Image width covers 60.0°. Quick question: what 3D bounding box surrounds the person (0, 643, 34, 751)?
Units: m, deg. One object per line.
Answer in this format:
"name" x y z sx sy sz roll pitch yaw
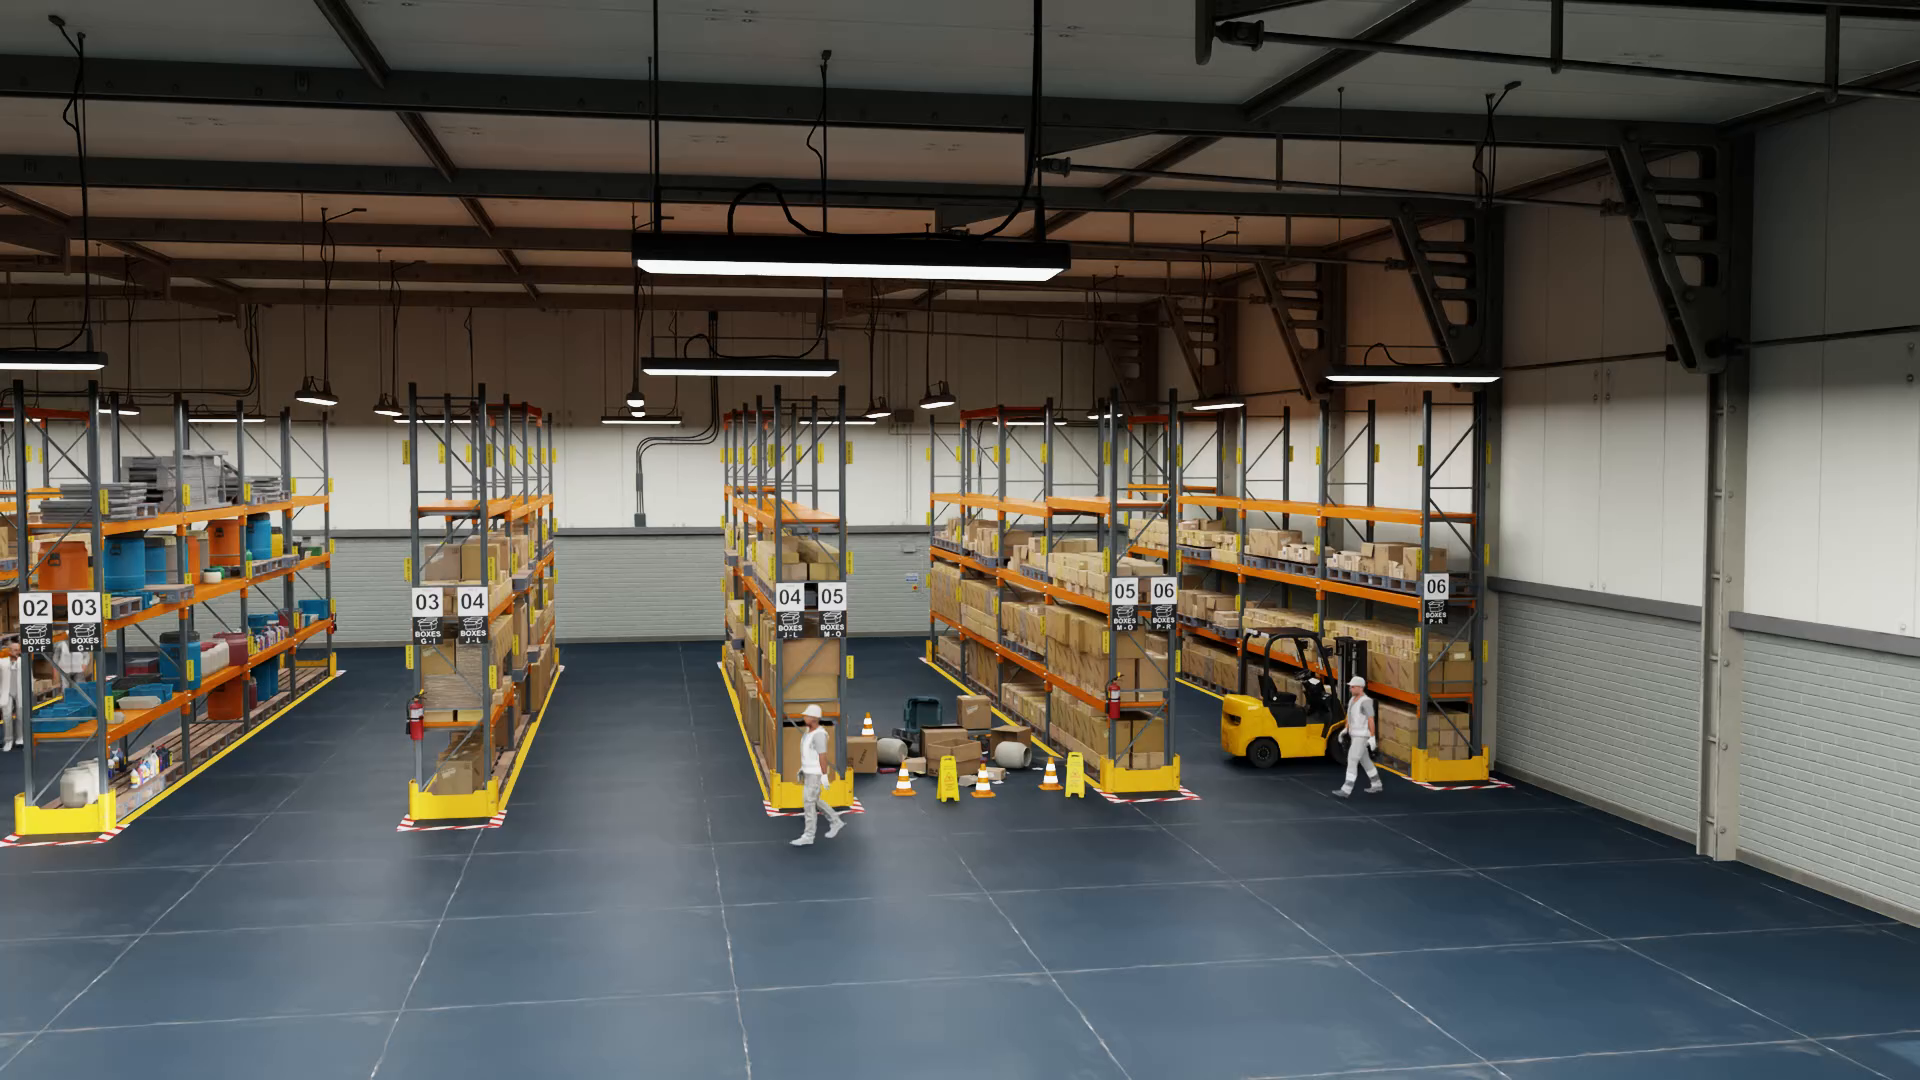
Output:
"person" -16.244 2.692 28.559 0.617 1.813 0.756 -2 4 -35

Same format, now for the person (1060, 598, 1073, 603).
"person" 2.910 1.817 45.411 0.462 1.810 0.584 -2 3 -31

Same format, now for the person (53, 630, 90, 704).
"person" -17.011 2.565 31.851 0.624 1.824 0.650 -2 3 -31

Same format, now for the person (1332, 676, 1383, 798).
"person" 5.834 2.886 24.457 0.885 1.768 0.539 0 3 -7

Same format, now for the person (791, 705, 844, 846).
"person" -1.843 3.016 21.515 0.759 1.780 0.541 -1 3 -16
